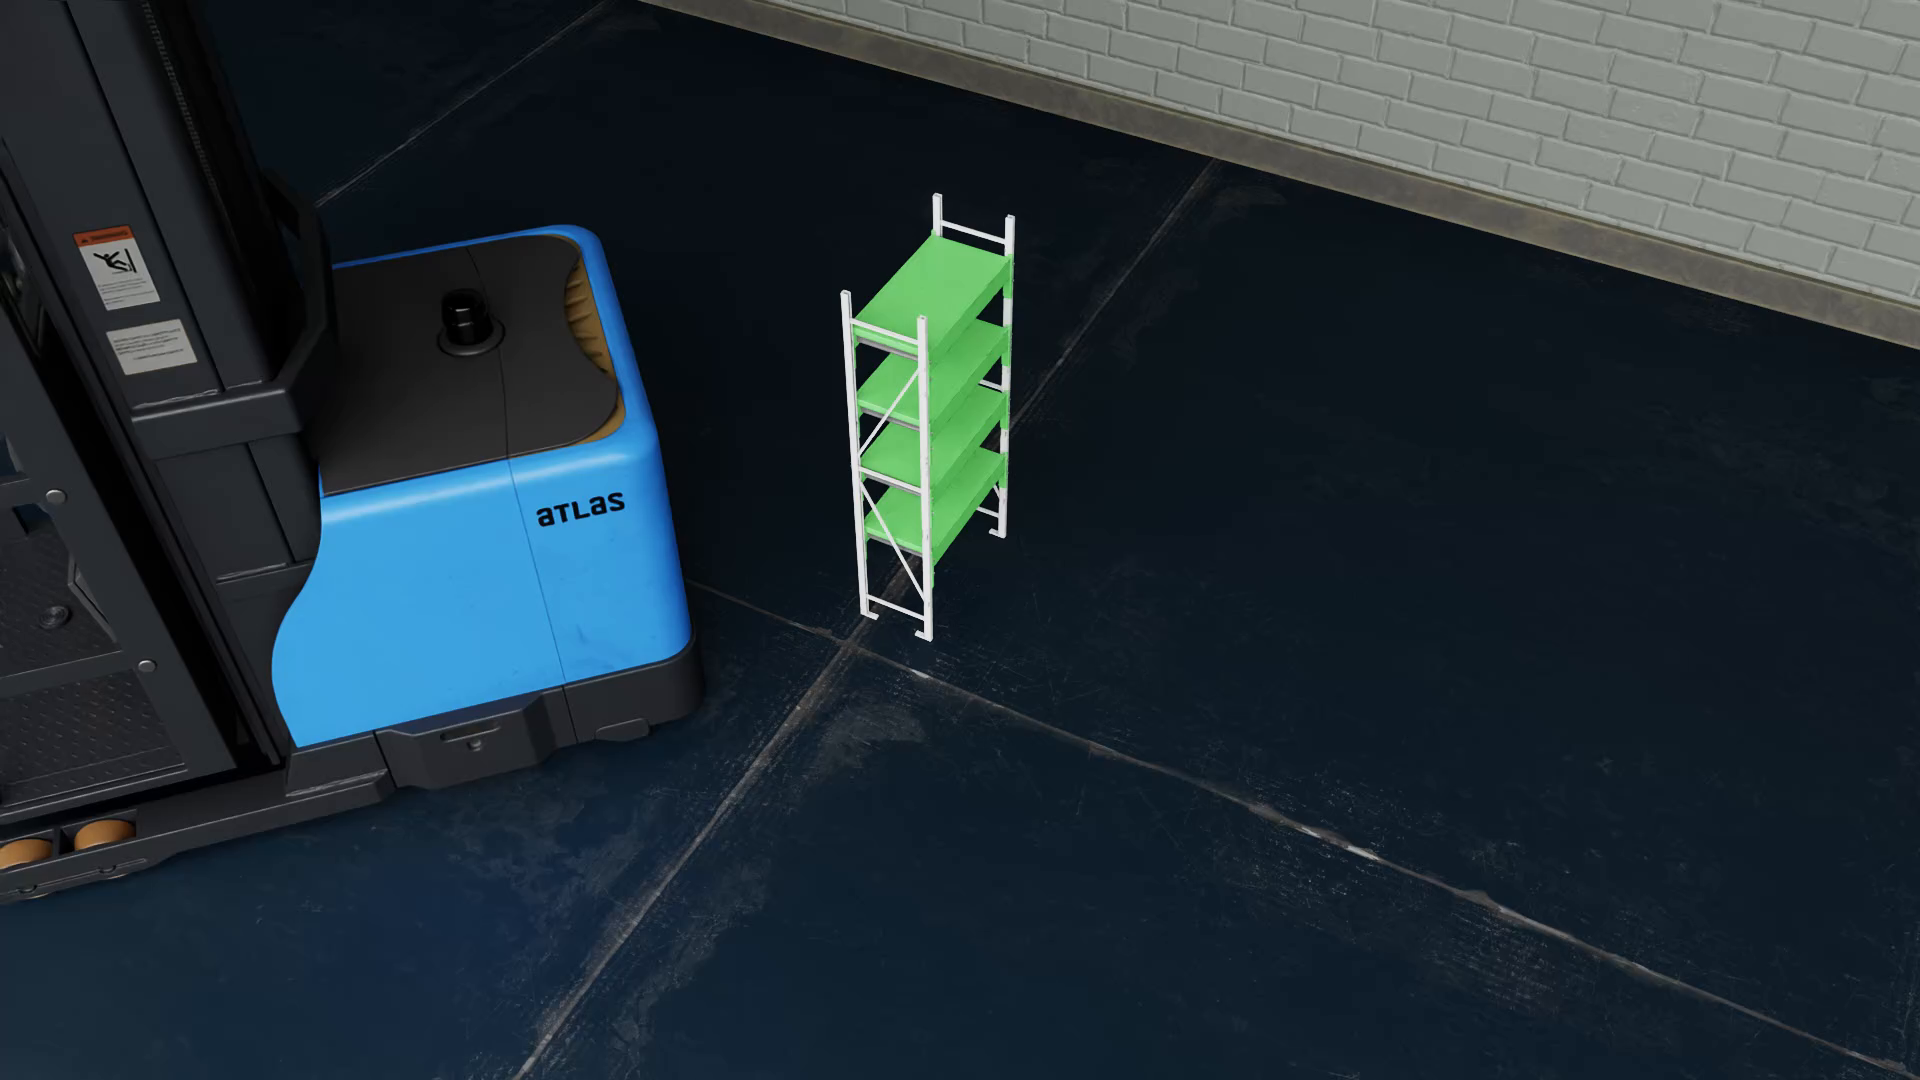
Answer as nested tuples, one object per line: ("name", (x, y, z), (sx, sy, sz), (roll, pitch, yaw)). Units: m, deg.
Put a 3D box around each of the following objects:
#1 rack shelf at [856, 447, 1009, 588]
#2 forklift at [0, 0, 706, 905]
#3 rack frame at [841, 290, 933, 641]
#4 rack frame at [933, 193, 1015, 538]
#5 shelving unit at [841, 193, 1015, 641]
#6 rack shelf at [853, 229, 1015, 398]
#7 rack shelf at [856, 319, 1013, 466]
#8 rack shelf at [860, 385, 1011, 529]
("rack shelf", (-0.077, -0.104, 4.936), (0.258, 0.148, 0.480), (20, 49, 19))
("forklift", (-2.297, -0.521, 3.704), (3.031, 2.935, 1.130), (-13, 47, -13))
("rack frame", (-0.190, -0.164, 4.568), (0.240, 1.200, 0.015), (20, 49, 19))
("rack frame", (0.036, -0.471, 4.872), (0.240, 1.200, 0.015), (20, 49, 19))
("shelving unit", (-0.077, -0.317, 4.720), (0.258, 1.200, 0.503), (20, 49, 19))
("rack shelf", (-0.077, -0.610, 4.424), (0.258, 0.148, 0.480), (20, 49, 19))
("rack shelf", (-0.077, -0.441, 4.595), (0.258, 0.148, 0.480), (20, 49, 19))
("rack shelf", (-0.077, -0.273, 4.766), (0.258, 0.148, 0.480), (20, 49, 19))
